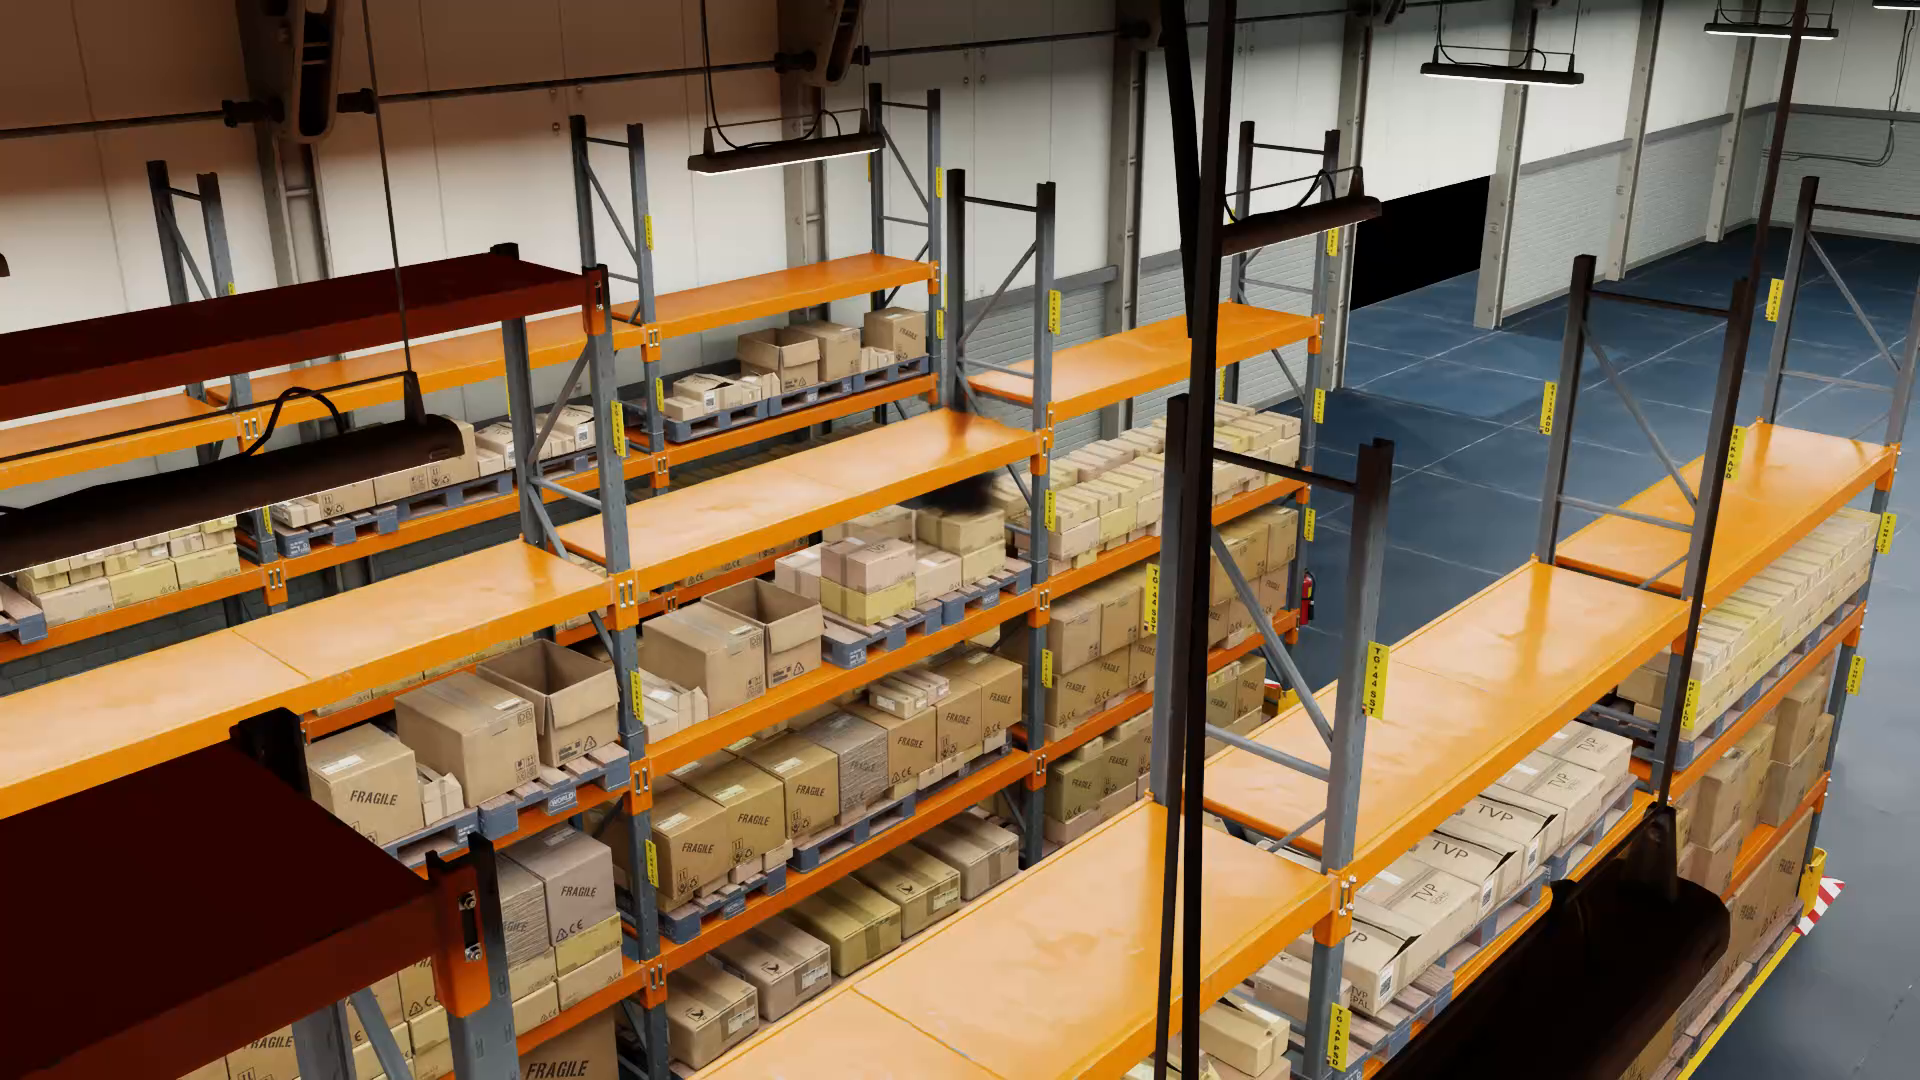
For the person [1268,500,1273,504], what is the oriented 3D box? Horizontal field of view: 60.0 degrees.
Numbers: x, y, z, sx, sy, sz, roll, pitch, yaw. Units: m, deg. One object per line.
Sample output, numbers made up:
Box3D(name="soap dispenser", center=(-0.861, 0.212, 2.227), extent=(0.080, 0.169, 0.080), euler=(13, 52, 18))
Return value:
Box3D(name="person", center=(3.418, 0.339, 18.821), extent=(0.614, 1.675, 0.560), euler=(18, 28, 39))
